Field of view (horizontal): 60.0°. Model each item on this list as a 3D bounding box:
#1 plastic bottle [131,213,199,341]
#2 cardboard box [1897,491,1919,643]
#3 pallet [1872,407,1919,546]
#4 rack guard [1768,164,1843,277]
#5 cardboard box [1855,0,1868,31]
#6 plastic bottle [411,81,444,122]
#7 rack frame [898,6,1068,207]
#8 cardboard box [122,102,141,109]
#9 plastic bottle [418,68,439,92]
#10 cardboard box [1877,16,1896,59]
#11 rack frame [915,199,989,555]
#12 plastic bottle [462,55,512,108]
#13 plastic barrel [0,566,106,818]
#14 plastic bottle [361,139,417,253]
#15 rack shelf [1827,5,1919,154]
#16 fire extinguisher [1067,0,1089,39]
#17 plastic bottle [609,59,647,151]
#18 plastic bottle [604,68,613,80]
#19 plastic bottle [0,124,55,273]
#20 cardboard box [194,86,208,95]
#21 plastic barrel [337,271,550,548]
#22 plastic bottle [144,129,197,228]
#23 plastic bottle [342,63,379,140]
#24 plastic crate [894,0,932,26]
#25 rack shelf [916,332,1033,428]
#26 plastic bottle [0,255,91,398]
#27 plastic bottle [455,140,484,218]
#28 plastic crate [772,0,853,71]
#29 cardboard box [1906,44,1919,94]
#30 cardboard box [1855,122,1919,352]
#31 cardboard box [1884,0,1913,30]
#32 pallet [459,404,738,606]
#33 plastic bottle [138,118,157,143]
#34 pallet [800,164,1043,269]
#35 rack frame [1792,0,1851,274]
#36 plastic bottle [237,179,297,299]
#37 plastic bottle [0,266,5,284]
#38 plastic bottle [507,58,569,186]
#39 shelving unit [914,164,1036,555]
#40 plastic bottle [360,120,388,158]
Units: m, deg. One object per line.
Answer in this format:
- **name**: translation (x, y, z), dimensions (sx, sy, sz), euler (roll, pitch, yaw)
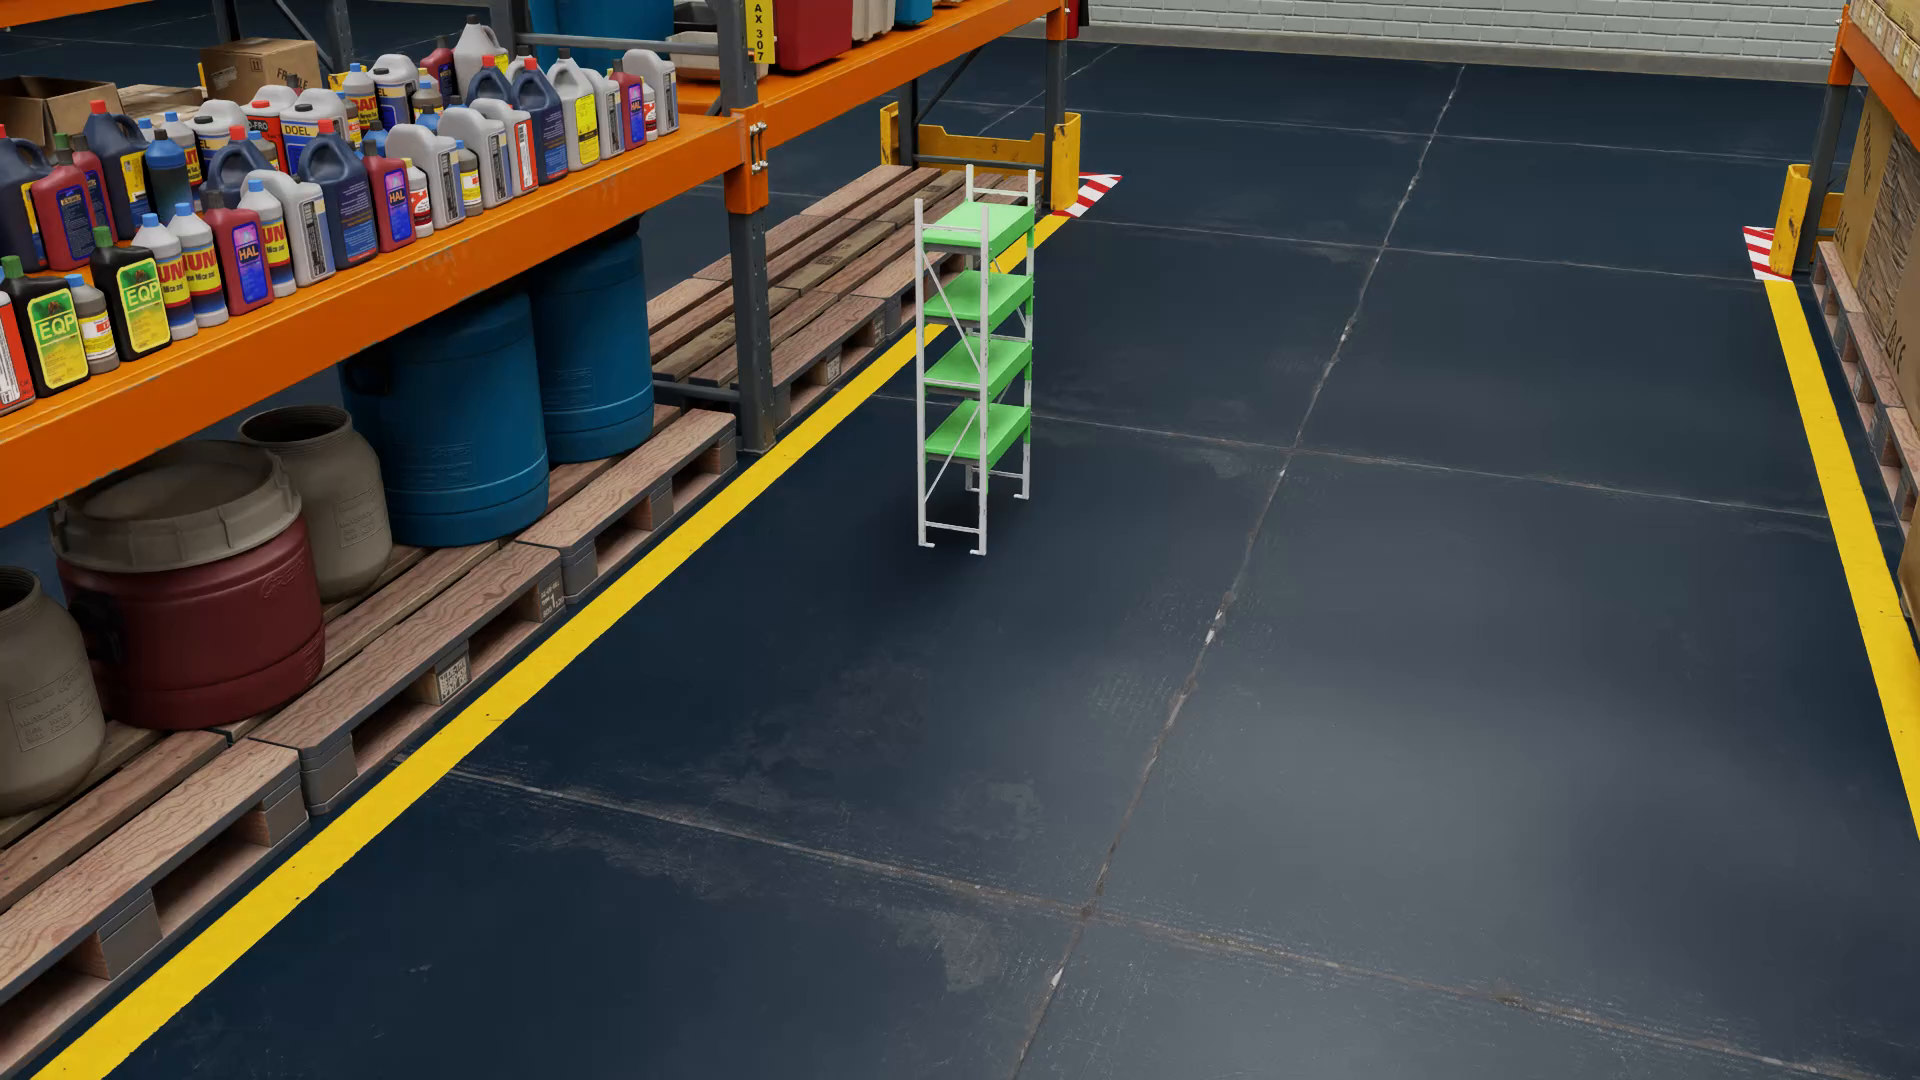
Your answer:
- **plastic bottle**: translation (-1.753, -0.580, 3.654), dimensions (0.097, 0.271, 0.097), euler (0, 26, 0)
- **cardboard box**: translation (3.267, -0.016, 4.298), dimensions (1.225, 0.875, 0.875), euler (9, 27, 18)
- **pallet**: translation (3.788, -0.095, 5.705), dimensions (1.003, 0.211, 1.213), euler (9, 27, 17)
- **rack guard**: translation (4.800, -1.578, 8.435), dimensions (1.175, 0.500, 0.348), euler (9, 27, 17)
- **cardboard box**: translation (4.279, -2.376, 7.504), dimensions (0.380, 0.149, 0.250), euler (8, 27, 17)
- **plastic bottle**: translation (-1.721, -1.382, 5.391), dimensions (0.097, 0.201, 0.097), euler (0, 26, 0)
- **rack frame**: translation (0.121, -3.411, 9.354), dimensions (1.000, 3.000, 0.127), euler (9, 27, 17)
- **cardboard box**: translation (-5.330, -2.498, 10.118), dimensions (0.500, 0.250, 0.500), euler (9, 27, 17)
- **plastic bottle**: translation (-1.800, -1.484, 5.602), dimensions (0.097, 0.201, 0.097), euler (0, 26, 0)
- **cardboard box**: translation (4.022, -2.059, 6.850), dimensions (0.380, 0.149, 0.250), euler (8, 27, 16)
- **rack frame**: translation (-0.026, -0.508, 5.422), dimensions (0.240, 1.200, 0.015), euler (9, 27, 17)
- **plastic bottle**: translation (-1.405, -1.265, 4.978), dimensions (0.144, 0.351, 0.185), euler (9, 27, 17)
- **plastic barrel**: translation (-2.291, 0.358, 3.941), dimensions (0.421, 0.512, 0.421), euler (0, 26, 0)
- **plastic bottle**: translation (-1.482, -0.897, 4.294), dimensions (0.061, 0.283, 0.133), euler (9, 27, 17)
- **rack shelf**: translation (4.126, -1.547, 6.329), dimensions (1.077, 0.370, 4.000), euler (9, 27, 17)
- **fire extinguisher**: translation (0.600, -3.205, 9.444), dimensions (0.296, 0.674, 0.183), euler (9, 27, 17)
- **plastic bottle**: translation (-1.070, -1.405, 5.343), dimensions (0.061, 0.283, 0.133), euler (9, 27, 17)
- **plastic bottle**: translation (-1.160, -1.480, 5.592), dimensions (0.097, 0.201, 0.097), euler (0, 26, 0)
- **plastic bottle**: translation (-2.336, -0.859, 4.138), dimensions (0.144, 0.351, 0.185), euler (9, 27, 17)
- **cardboard box**: translation (-5.012, -2.924, 11.113), dimensions (0.380, 0.149, 0.250), euler (9, 27, 17)
- **plastic barrel**: translation (-1.643, -0.500, 5.267), dimensions (0.600, 0.901, 0.708), euler (9, 27, 17)
- **plastic bottle**: translation (-2.102, -0.954, 4.427), dimensions (0.097, 0.271, 0.097), euler (0, 26, 0)
- **plastic bottle**: translation (-1.909, -1.381, 5.307), dimensions (0.097, 0.271, 0.097), euler (0, 26, 0)
- **plastic crate**: translation (-0.320, -2.482, 7.557), dimensions (0.416, 0.233, 0.300), euler (9, 27, 17)
- **rack shelf**: translation (0.055, -0.551, 5.657), dimensions (0.258, 0.148, 0.480), euler (9, 27, 17)
- **plastic bottle**: translation (-1.851, -0.441, 3.352), dimensions (0.061, 0.283, 0.133), euler (9, 27, 17)
- **plastic bottle**: translation (-1.383, -1.005, 4.612), dimensions (0.097, 0.201, 0.097), euler (0, 26, 0)
- **plastic crate**: translation (-0.676, -2.154, 6.614), dimensions (0.402, 0.464, 0.583), euler (9, 27, 17)
- **cardboard box**: translation (3.766, -1.742, 6.193), dimensions (0.380, 0.149, 0.250), euler (9, 27, 18)
- **cardboard box**: translation (4.352, -1.277, 6.902), dimensions (0.875, 0.875, 0.875), euler (9, 27, 17)
- **cardboard box**: translation (4.040, -2.181, 6.643), dimensions (0.500, 0.250, 0.500), euler (8, 27, 16)
- **pallet**: translation (-1.506, -0.201, 5.924), dimensions (1.003, 0.211, 1.213), euler (9, 27, 17)
- **plastic bottle**: translation (-2.205, -1.015, 4.552), dimensions (0.097, 0.271, 0.097), euler (0, 26, 0)
- **pallet**: translation (-0.190, -1.823, 9.273), dimensions (1.003, 0.211, 1.213), euler (9, 27, 17)
- **rack frame**: translation (4.792, -2.693, 7.870), dimensions (1.000, 3.000, 0.127), euler (9, 27, 17)
- **plastic bottle**: translation (-1.643, -0.715, 3.933), dimensions (0.097, 0.271, 0.097), euler (0, 26, 0)
- **plastic bottle**: translation (-1.931, -0.439, 3.363), dimensions (0.097, 0.271, 0.097), euler (0, 26, 0)
- **plastic bottle**: translation (-1.269, -1.244, 4.934), dimensions (0.144, 0.351, 0.185), euler (9, 27, 17)
- **shelving unit**: translation (0.055, -0.608, 5.629), dimensions (0.258, 1.200, 0.503), euler (9, 27, 17)
- **plastic bottle**: translation (-1.571, -1.003, 4.528), dimensions (0.097, 0.271, 0.097), euler (0, 26, 0)
